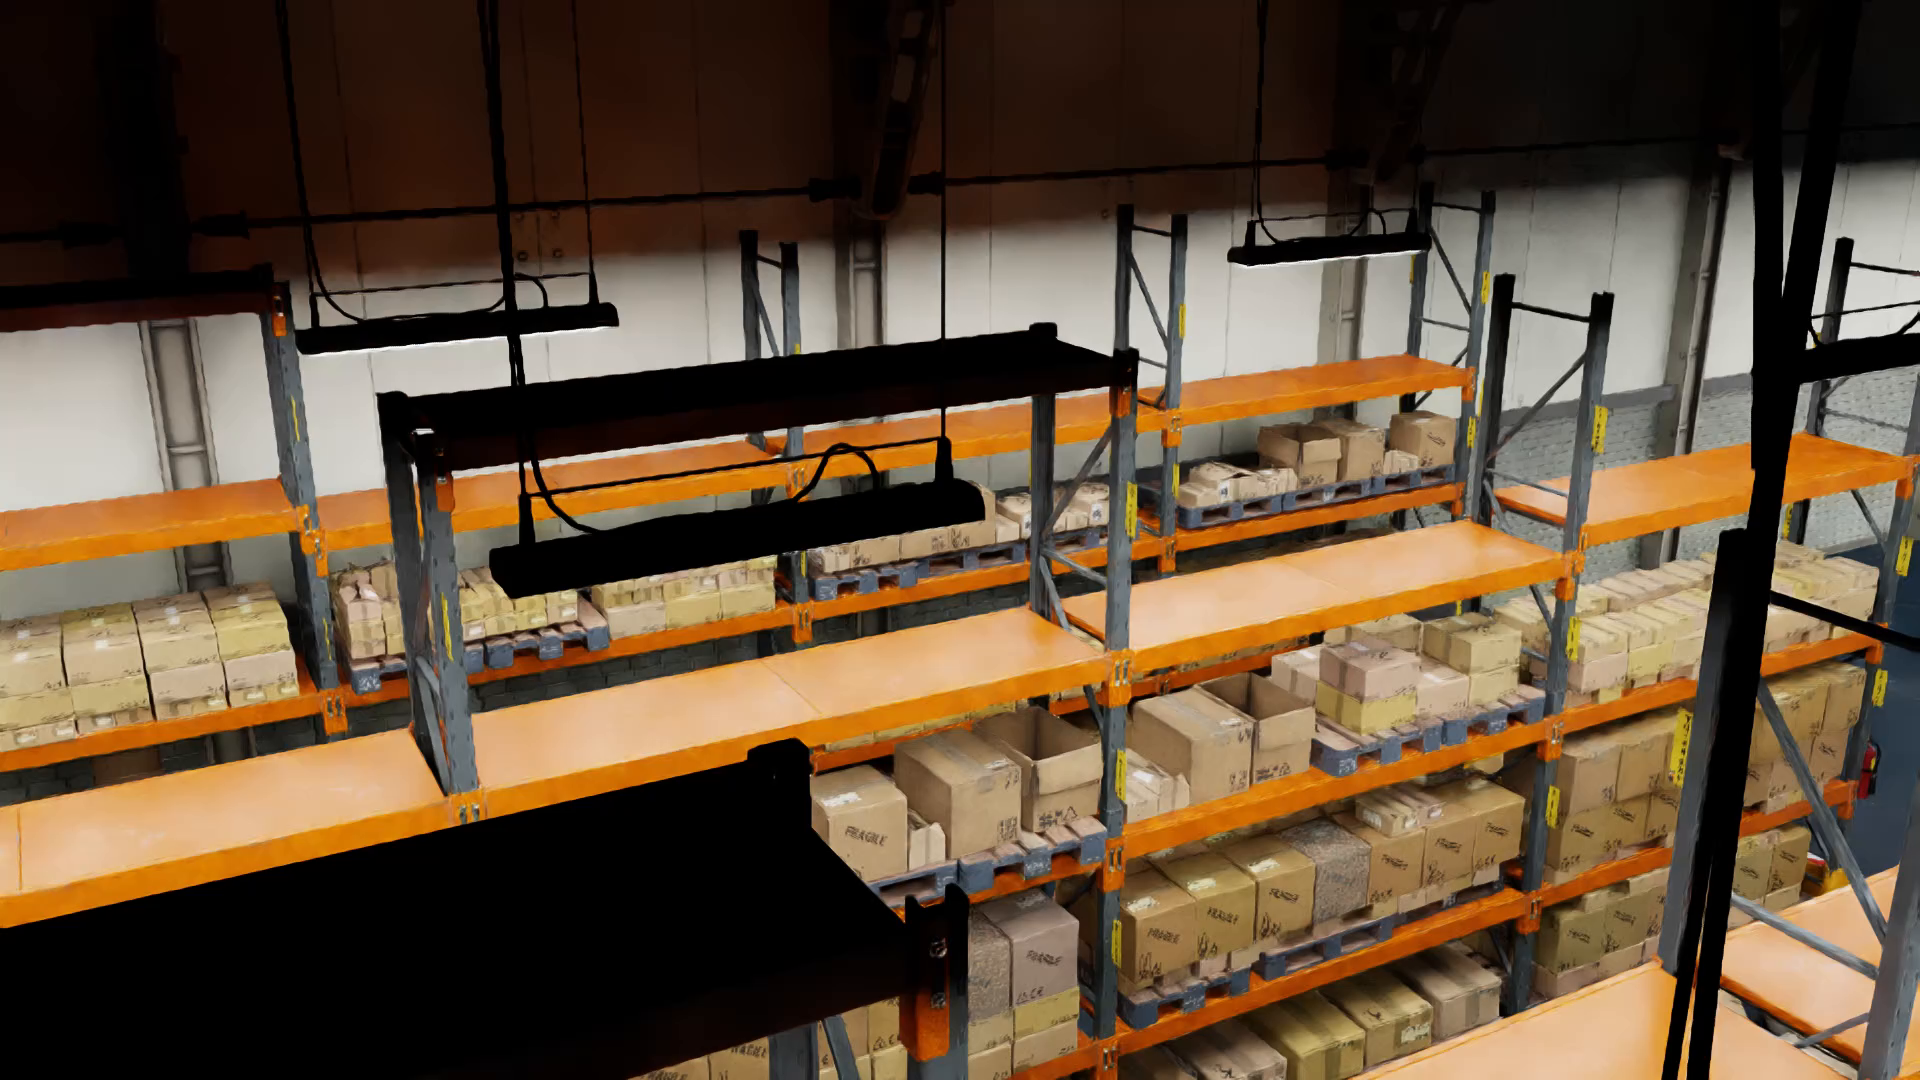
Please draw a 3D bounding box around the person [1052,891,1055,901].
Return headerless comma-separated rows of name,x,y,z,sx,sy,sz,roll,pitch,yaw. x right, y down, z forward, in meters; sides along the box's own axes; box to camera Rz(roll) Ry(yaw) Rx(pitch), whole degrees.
person,1.014,2.926,13.920,0.502,1.524,0.402,1,18,3
